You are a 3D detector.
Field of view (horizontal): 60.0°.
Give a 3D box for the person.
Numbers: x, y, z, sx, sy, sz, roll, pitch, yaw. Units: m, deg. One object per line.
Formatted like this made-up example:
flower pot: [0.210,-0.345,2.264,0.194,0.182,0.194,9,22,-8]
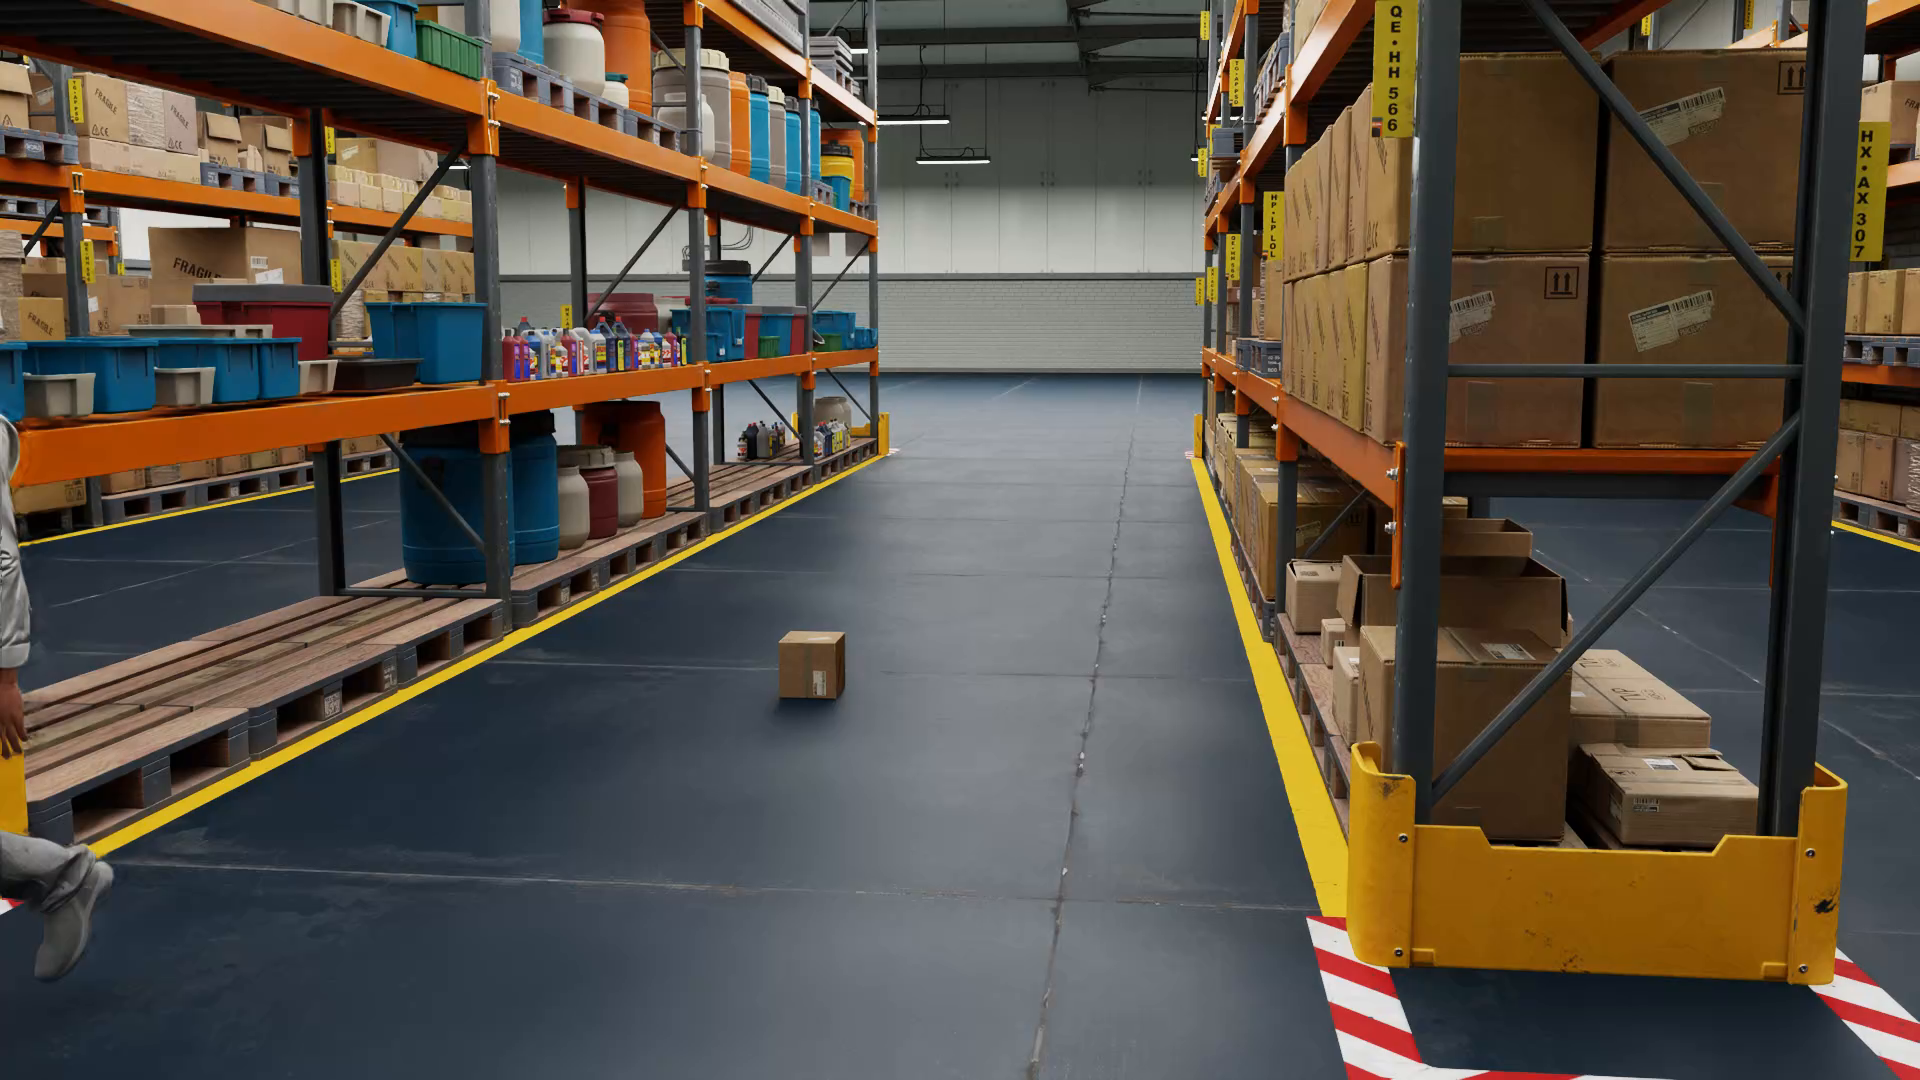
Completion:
person: [-2.231,0.261,3.619,0.555,1.745,0.743,6,9,37]
